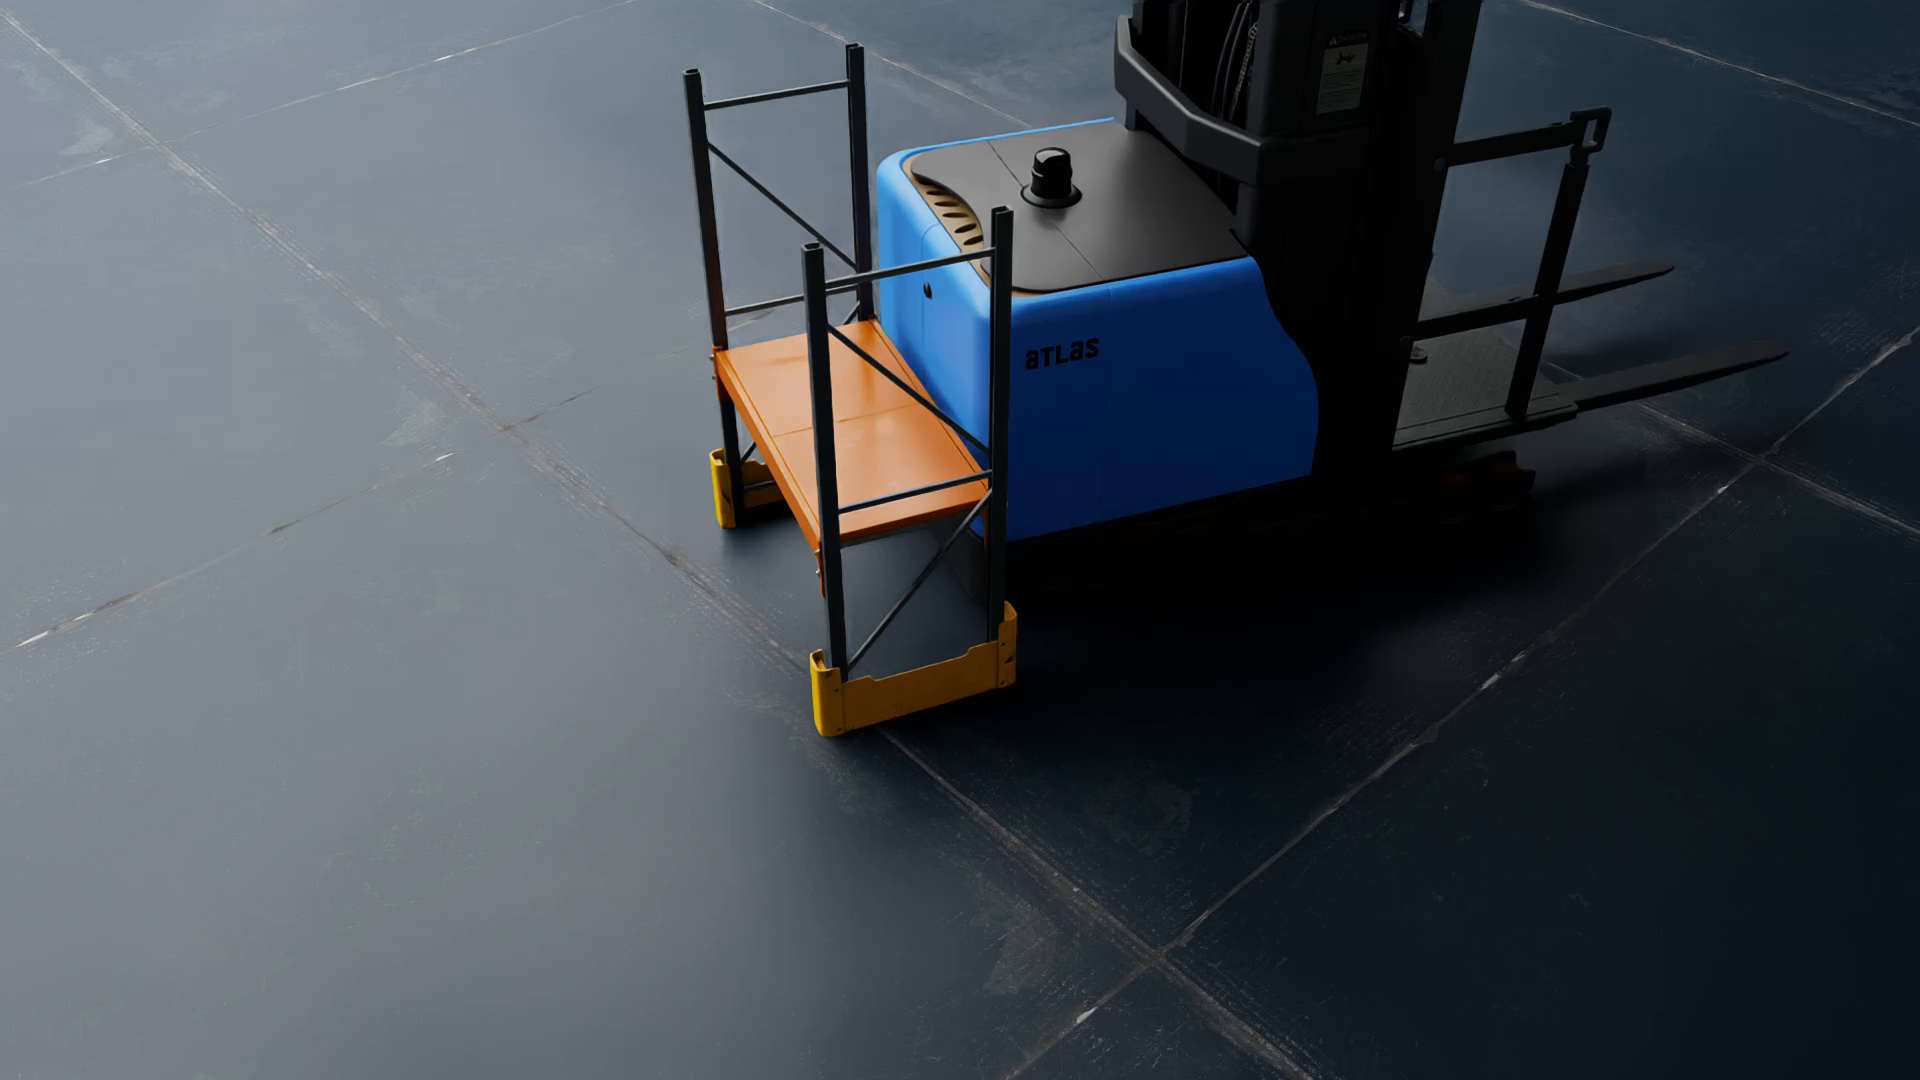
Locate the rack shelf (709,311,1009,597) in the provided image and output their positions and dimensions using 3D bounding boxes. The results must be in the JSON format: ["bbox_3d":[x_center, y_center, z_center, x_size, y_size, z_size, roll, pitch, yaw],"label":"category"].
[{"bbox_3d":[-0.307,-0.274,4.682,0.538,0.185,1.000,-14,41,-17],"label":"rack shelf"}]

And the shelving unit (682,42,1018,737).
[{"bbox_3d":[-0.311,-0.419,4.576,0.587,1.500,1.083,-14,41,-17],"label":"shelving unit"}]

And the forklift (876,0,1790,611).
[{"bbox_3d":[1.309,-1.492,4.764,3.031,2.935,1.130,-13,41,-15],"label":"forklift"}]

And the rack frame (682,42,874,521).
[{"bbox_3d":[-0.500,-0.710,4.935,0.500,1.500,0.032,-14,41,-17],"label":"rack frame"}]

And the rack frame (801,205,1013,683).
[{"bbox_3d":[-0.115,-0.119,4.203,0.500,1.500,0.032,-14,41,-17],"label":"rack frame"}]

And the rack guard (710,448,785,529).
[{"bbox_3d":[-0.499,-0.223,5.327,0.587,0.250,0.087,-14,41,-17],"label":"rack guard"}]

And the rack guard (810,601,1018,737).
[{"bbox_3d":[-0.122,0.356,4.610,0.587,0.250,0.087,-14,41,-17],"label":"rack guard"}]
